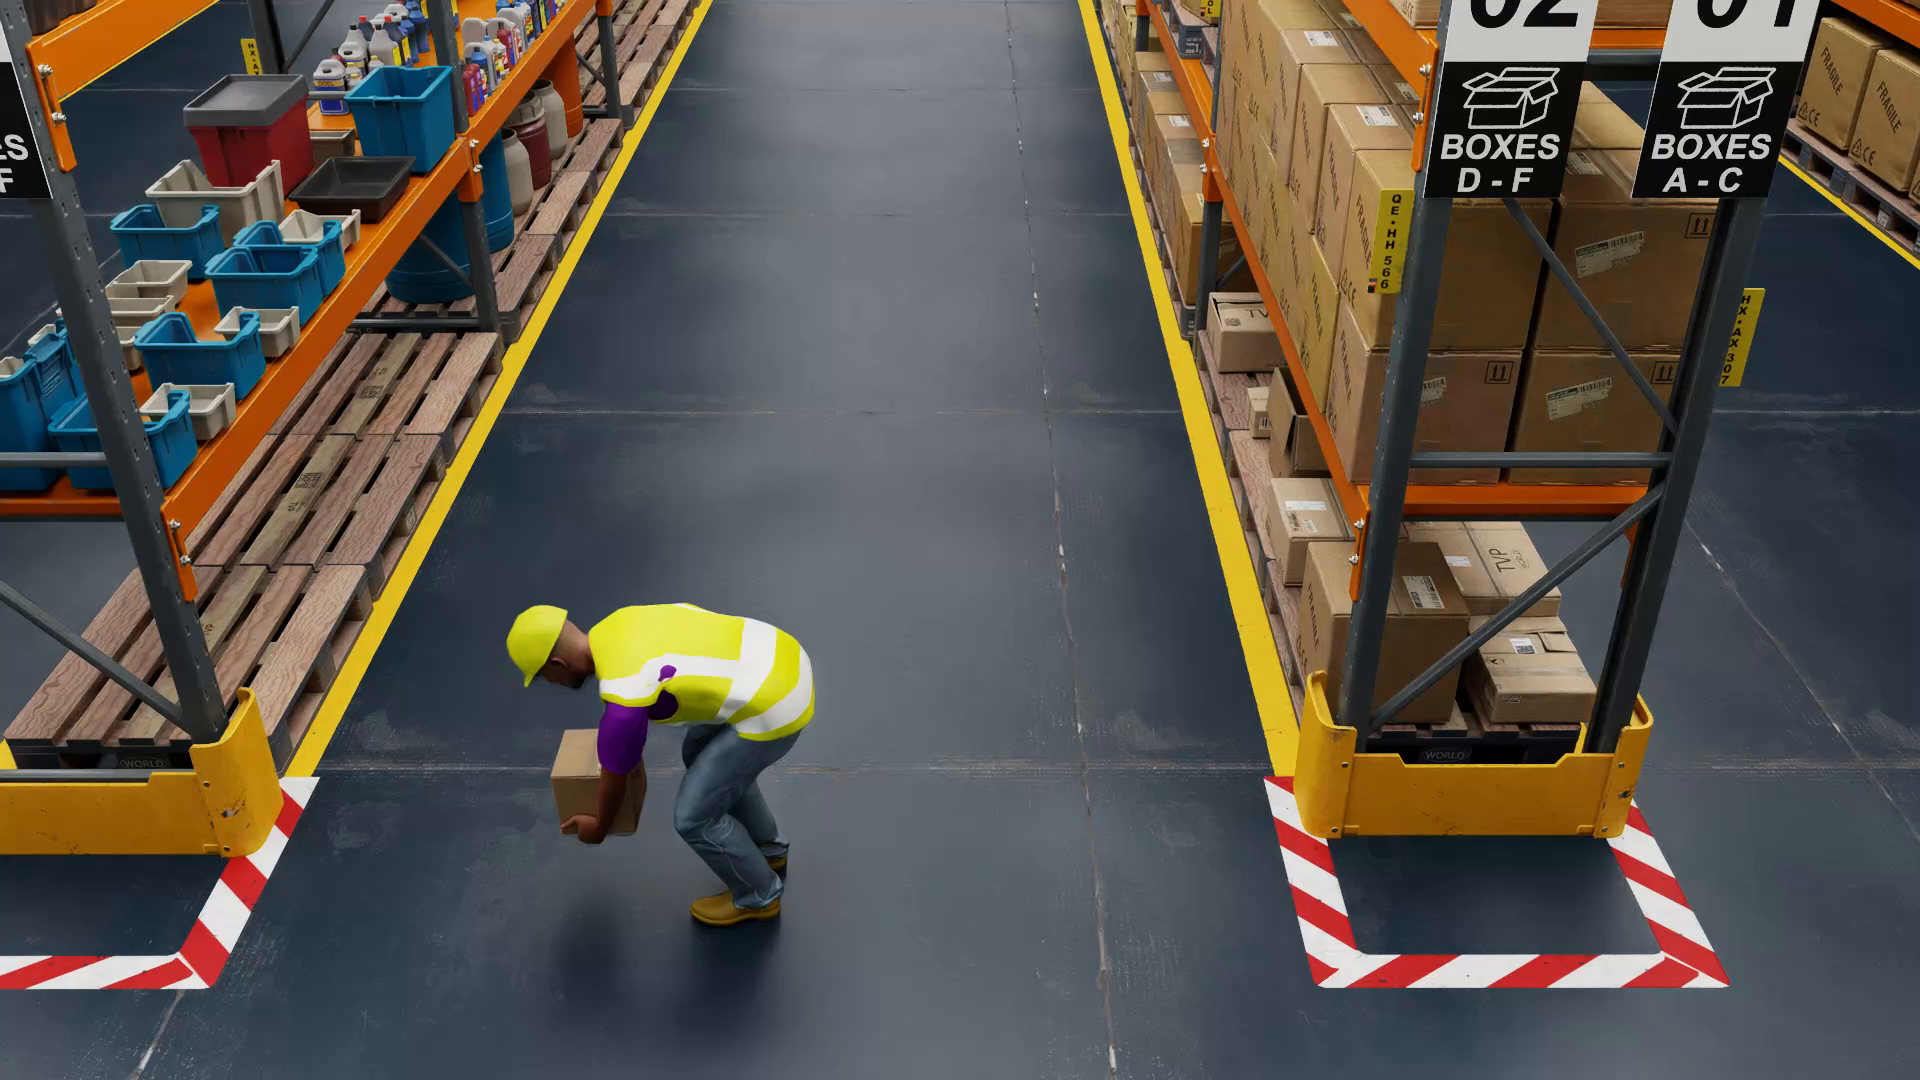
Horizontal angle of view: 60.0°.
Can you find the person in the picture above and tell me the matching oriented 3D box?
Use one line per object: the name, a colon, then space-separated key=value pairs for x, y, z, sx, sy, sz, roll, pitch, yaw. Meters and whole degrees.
person: x=-1.872 y=-3.236 z=11.979 sx=2.032 sy=1.186 sz=15.759 roll=-2 pitch=31 yaw=-2
